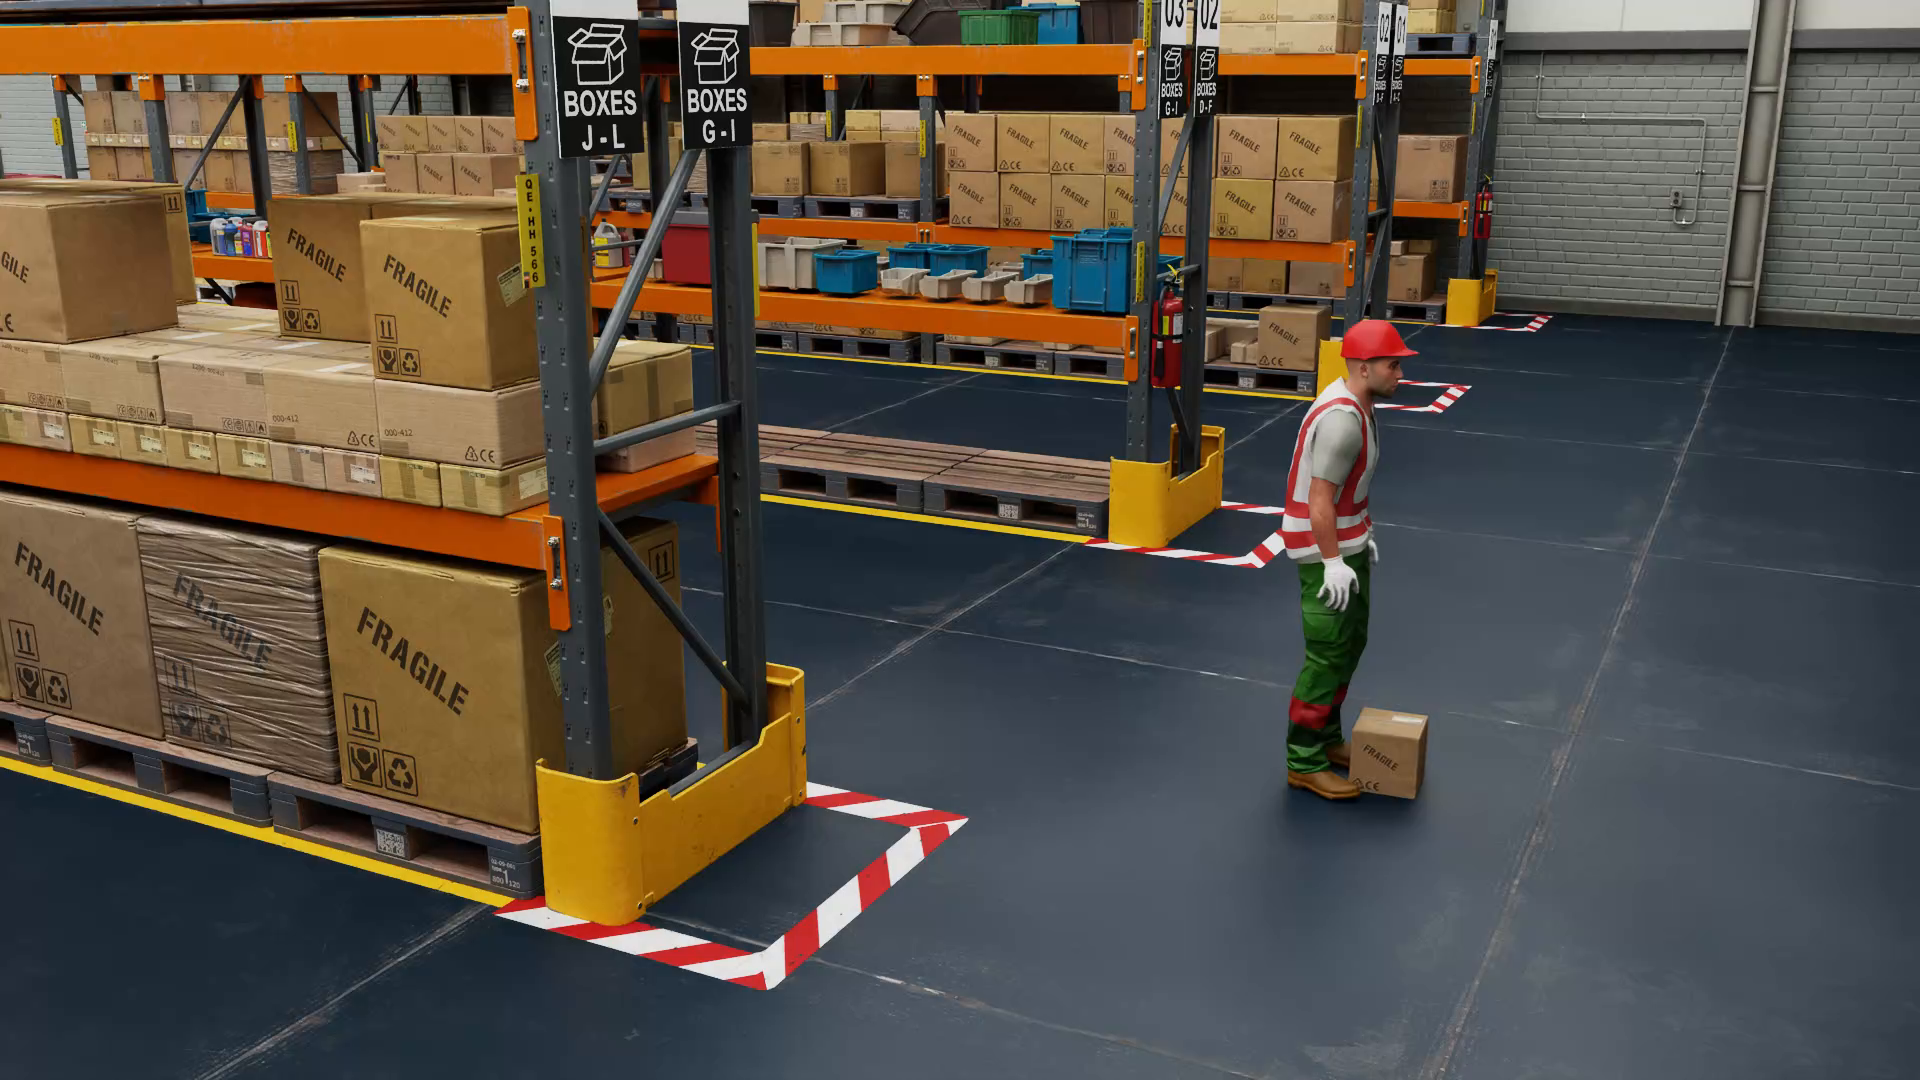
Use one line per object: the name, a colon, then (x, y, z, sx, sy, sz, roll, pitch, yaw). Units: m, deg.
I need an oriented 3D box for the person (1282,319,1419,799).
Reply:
person: (1.454, 0.052, 6.310, 0.445, 1.781, 0.621, 7, 17, 23)
